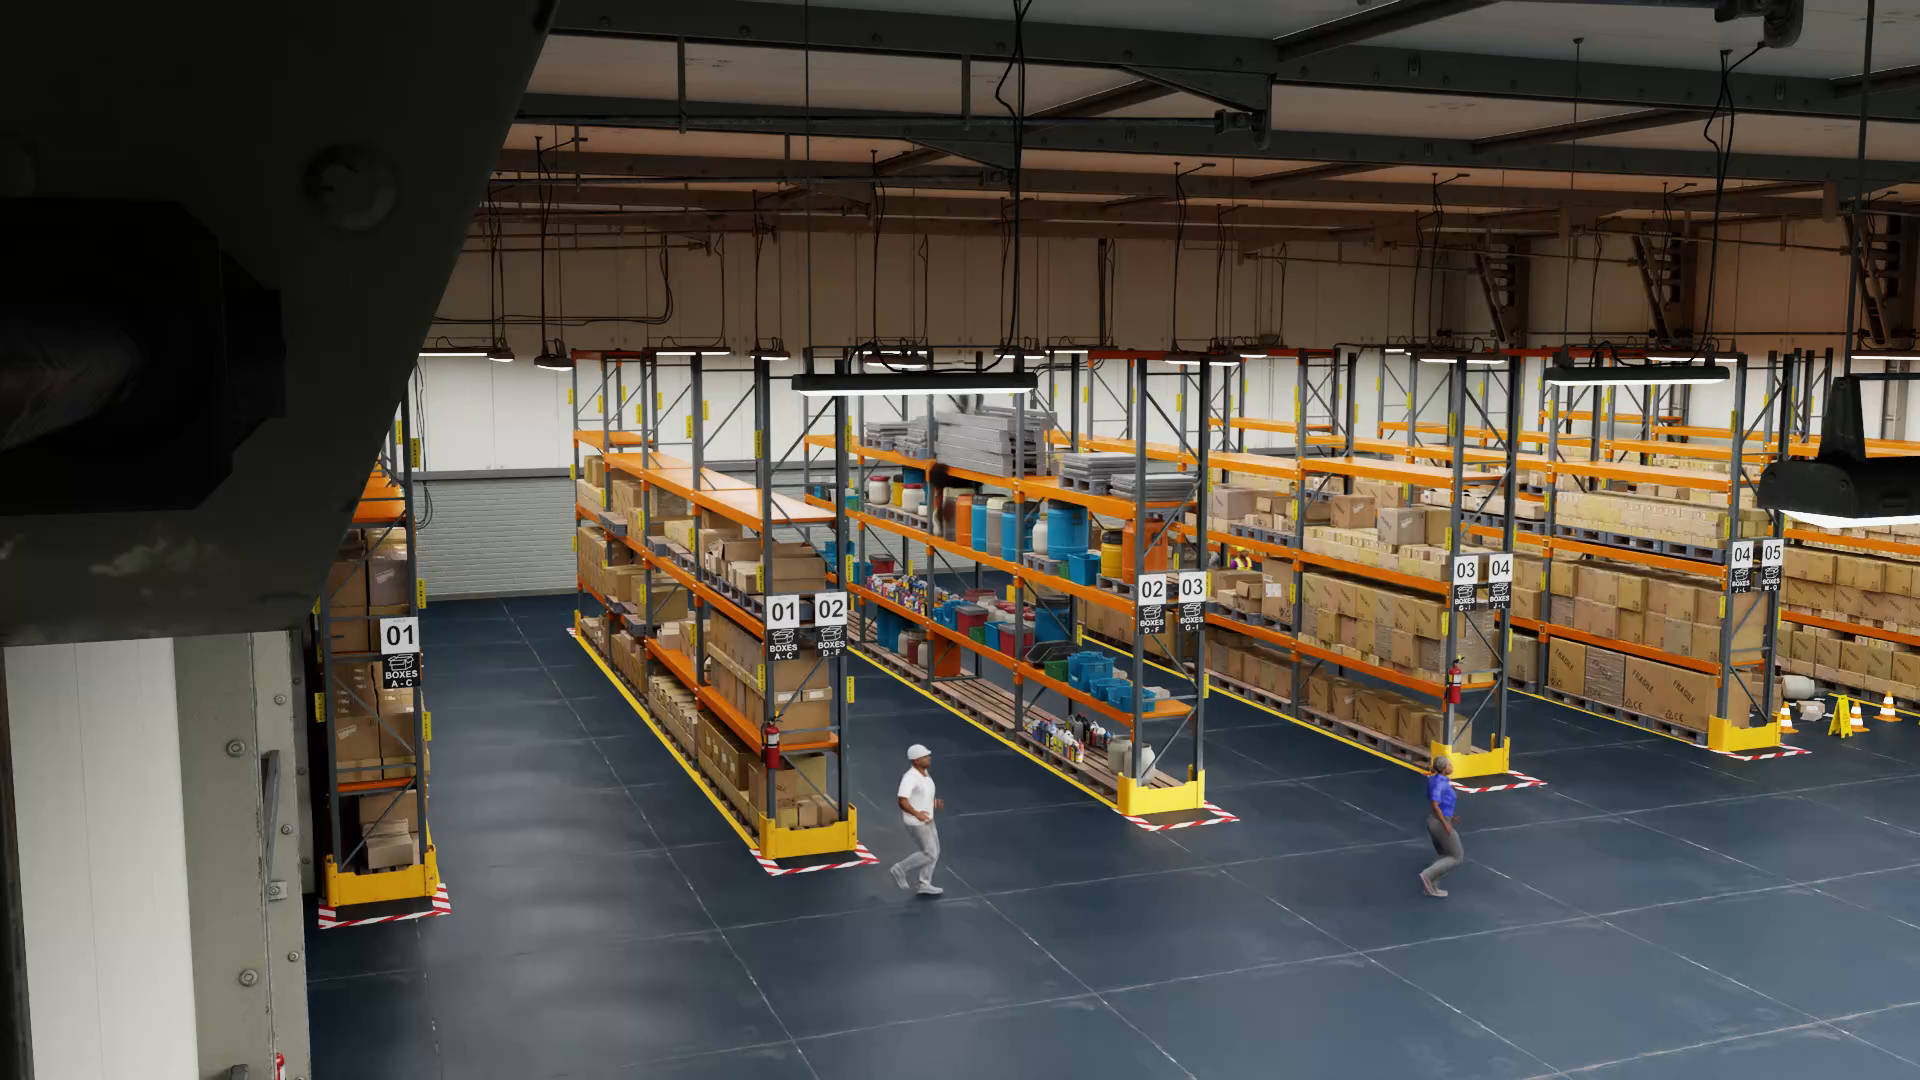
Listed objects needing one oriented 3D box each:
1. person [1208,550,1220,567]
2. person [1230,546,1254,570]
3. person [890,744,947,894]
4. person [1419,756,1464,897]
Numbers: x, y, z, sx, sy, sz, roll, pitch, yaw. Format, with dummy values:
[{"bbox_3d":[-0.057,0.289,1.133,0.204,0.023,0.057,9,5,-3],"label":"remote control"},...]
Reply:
[{"bbox_3d":[6.371,0.347,41.594,0.637,1.649,0.626,-2,7,-16],"label":"person"},{"bbox_3d":[6.162,0.975,36.255,0.758,1.729,0.573,-3,8,-26],"label":"person"},{"bbox_3d":[-0.482,3.151,18.766,0.598,1.728,0.731,1,7,12],"label":"person"},{"bbox_3d":[5.404,3.263,18.676,0.493,1.535,0.580,0,7,2],"label":"person"}]
